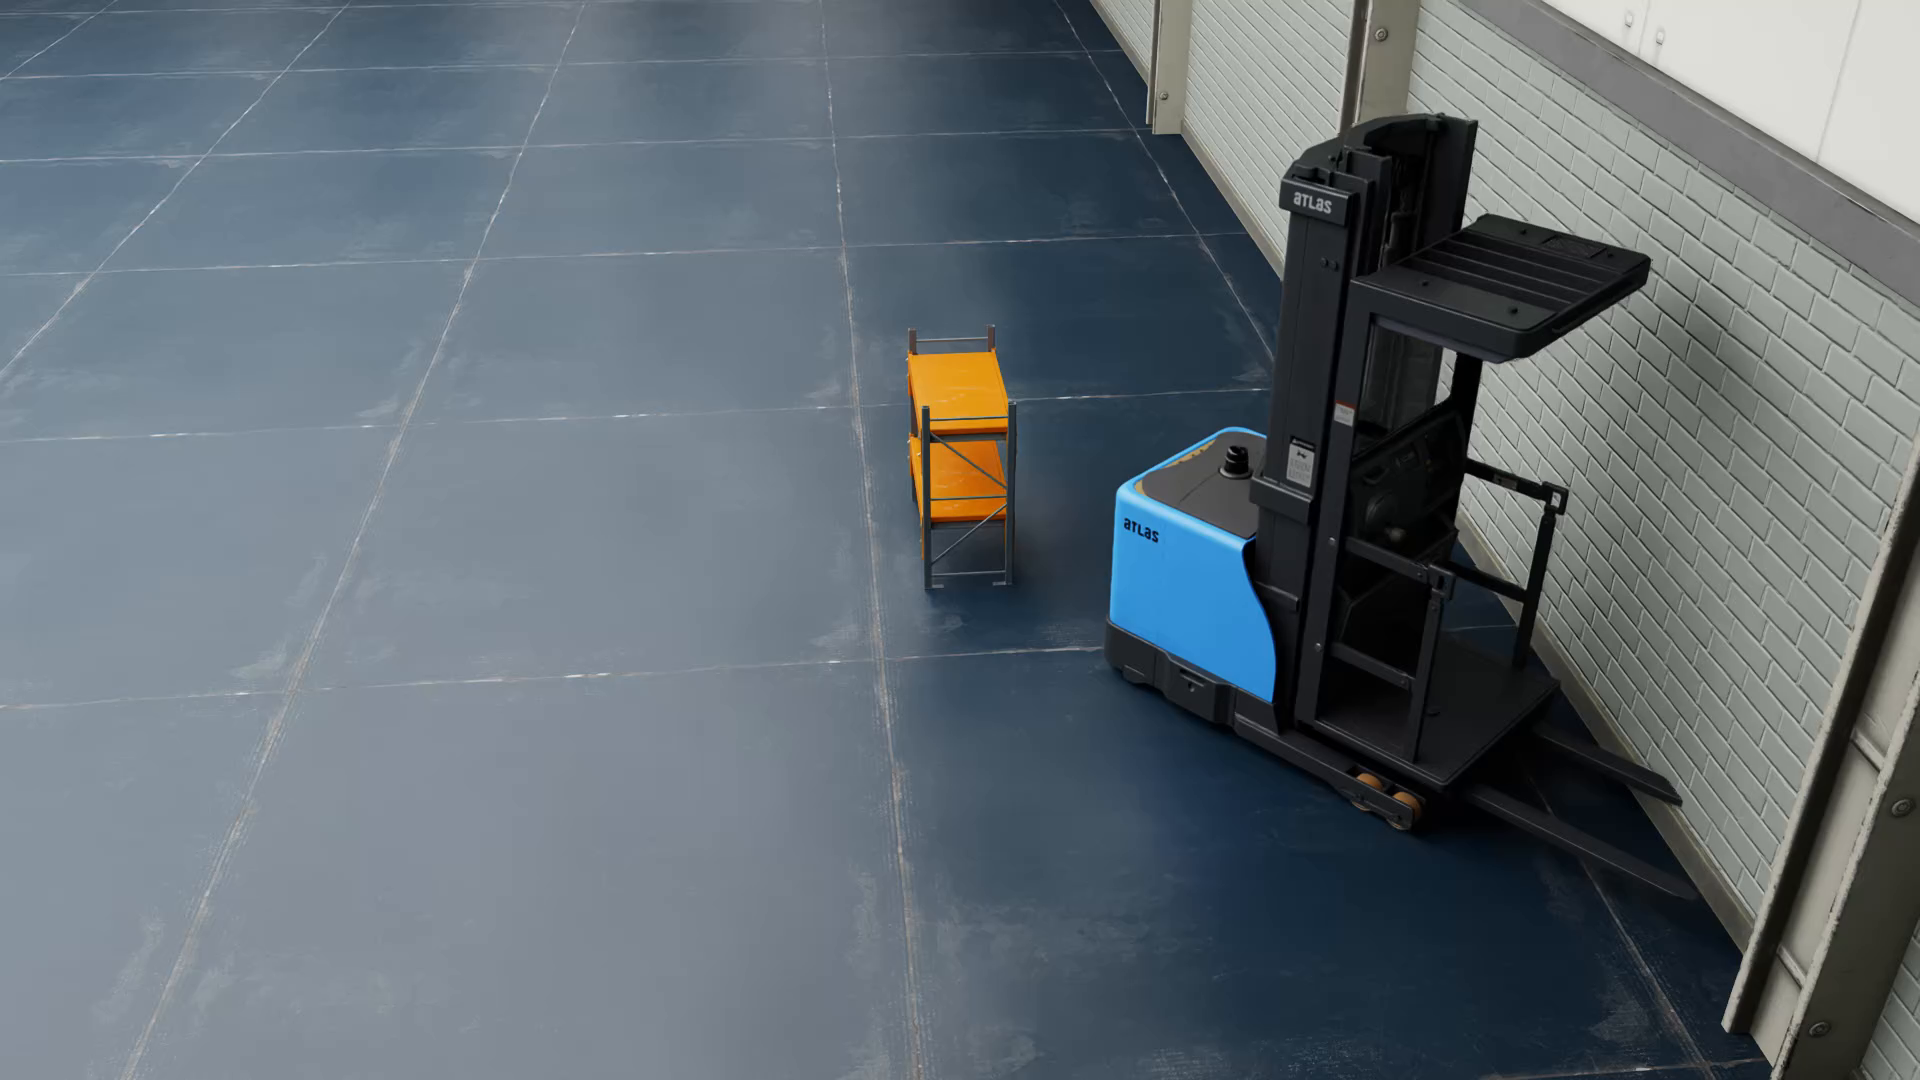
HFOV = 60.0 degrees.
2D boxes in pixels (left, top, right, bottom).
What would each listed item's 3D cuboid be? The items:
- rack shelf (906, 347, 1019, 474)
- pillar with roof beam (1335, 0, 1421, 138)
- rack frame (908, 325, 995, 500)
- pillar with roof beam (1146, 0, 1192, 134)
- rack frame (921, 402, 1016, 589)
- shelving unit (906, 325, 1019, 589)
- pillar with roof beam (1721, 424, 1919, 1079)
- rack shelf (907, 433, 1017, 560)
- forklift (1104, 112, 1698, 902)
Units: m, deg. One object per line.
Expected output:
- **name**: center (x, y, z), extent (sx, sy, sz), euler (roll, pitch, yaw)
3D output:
- **rack shelf**: center (-0.001, -0.738, 9.317), extent (0.538, 0.278, 1.000), euler (-3, 31, -5)
- **pillar with roof beam**: center (-1.673, -4.723, 8.882), extent (9.100, 9.000, 0.400), euler (-3, 31, -5)
- **rack frame**: center (-0.048, -0.746, 9.902), extent (0.500, 1.125, 0.032), euler (-3, 31, -5)
- **pillar with roof beam**: center (-2.234, -7.787, 14.011), extent (9.100, 9.000, 0.400), euler (-3, 31, -5)
- **rack frame**: center (0.047, -0.227, 9.033), extent (0.500, 1.125, 0.032), euler (-3, 31, -5)
- **shelving unit**: center (-0.001, -0.486, 9.467), extent (0.538, 1.125, 1.048), euler (-3, 31, -5)
- **pillar with roof beam**: center (-1.113, -1.660, 3.754), extent (9.100, 9.000, 0.400), euler (-3, 31, -5)
- **rack shelf**: center (-0.001, -0.276, 9.593), extent (0.538, 0.278, 1.000), euler (-3, 31, -5)
- **forklift**: center (2.154, -0.246, 7.303), extent (3.031, 2.935, 1.130), euler (26, 40, 37)
